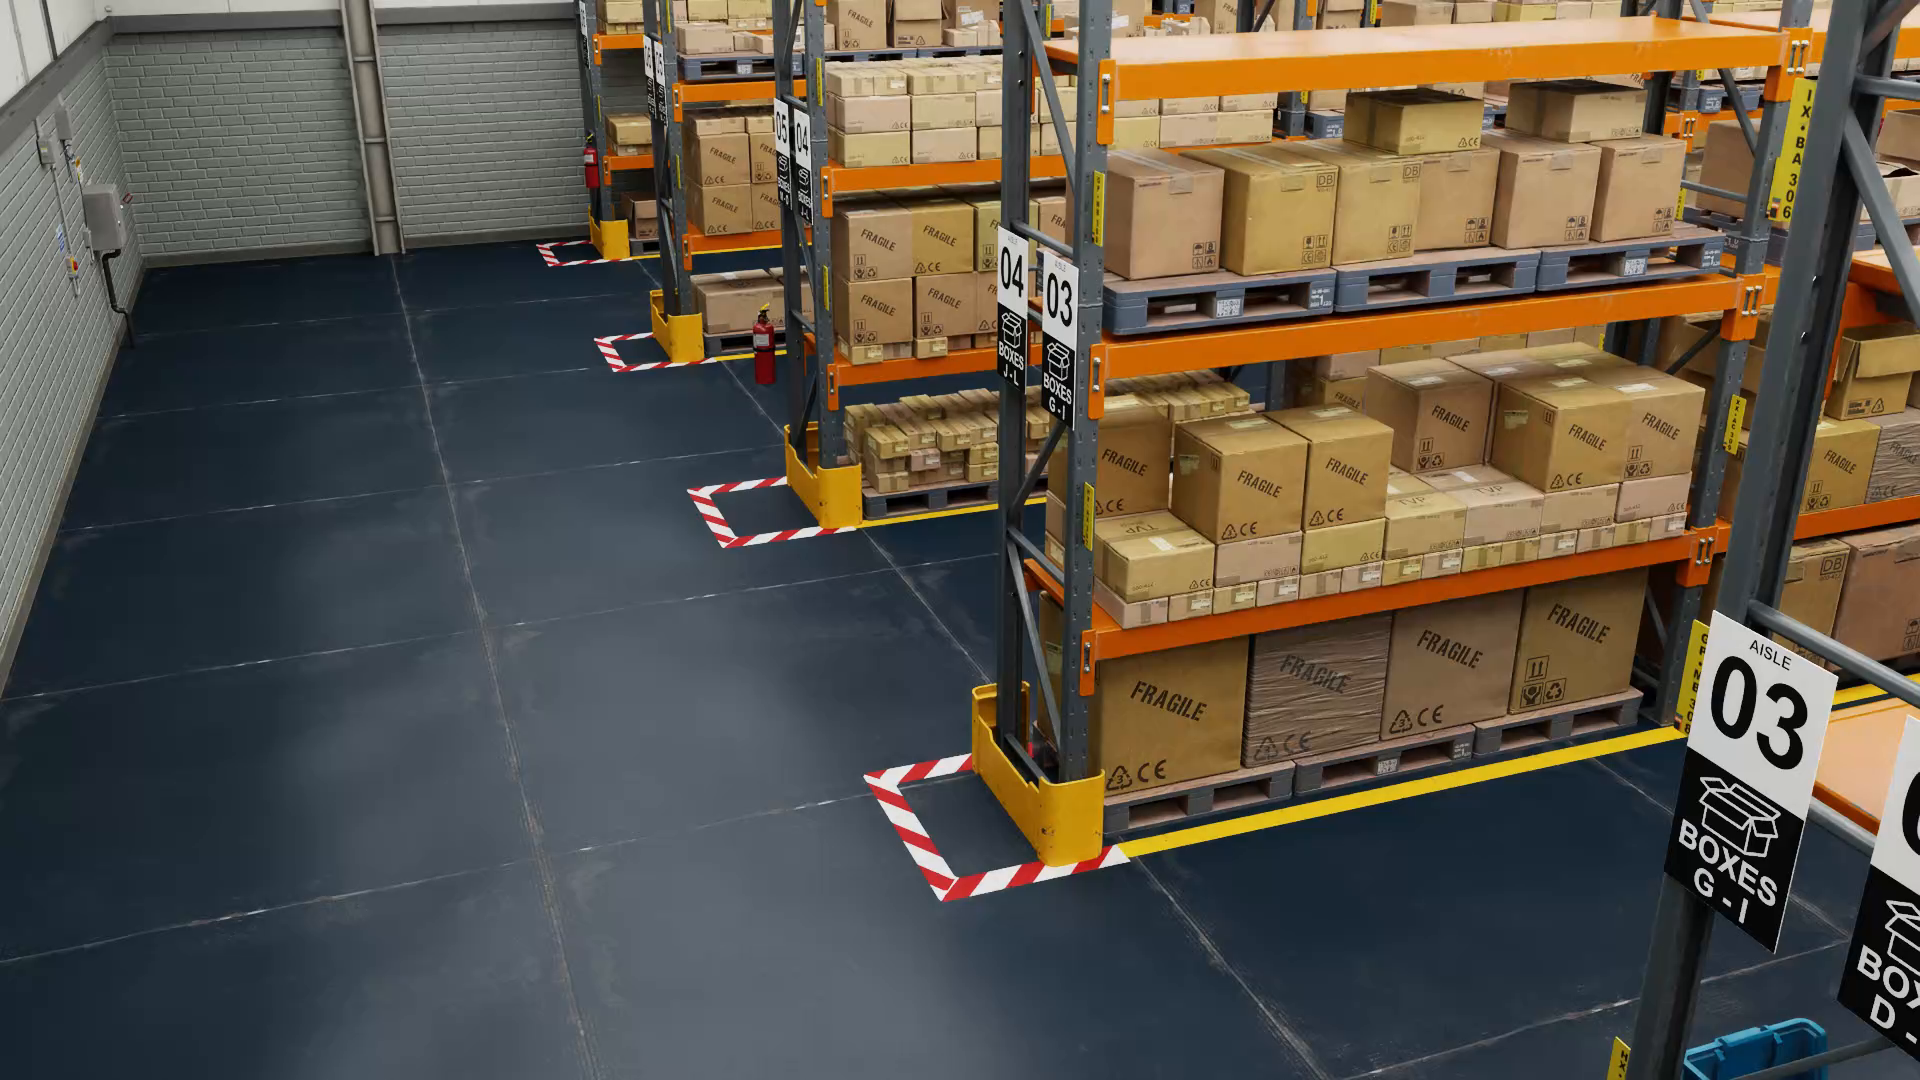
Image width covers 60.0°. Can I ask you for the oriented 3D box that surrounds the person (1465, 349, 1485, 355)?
[{"bbox_3d":[3.747,-0.571,12.228,0.565,1.718,0.496,-5,23,-13],"label":"person"}]
